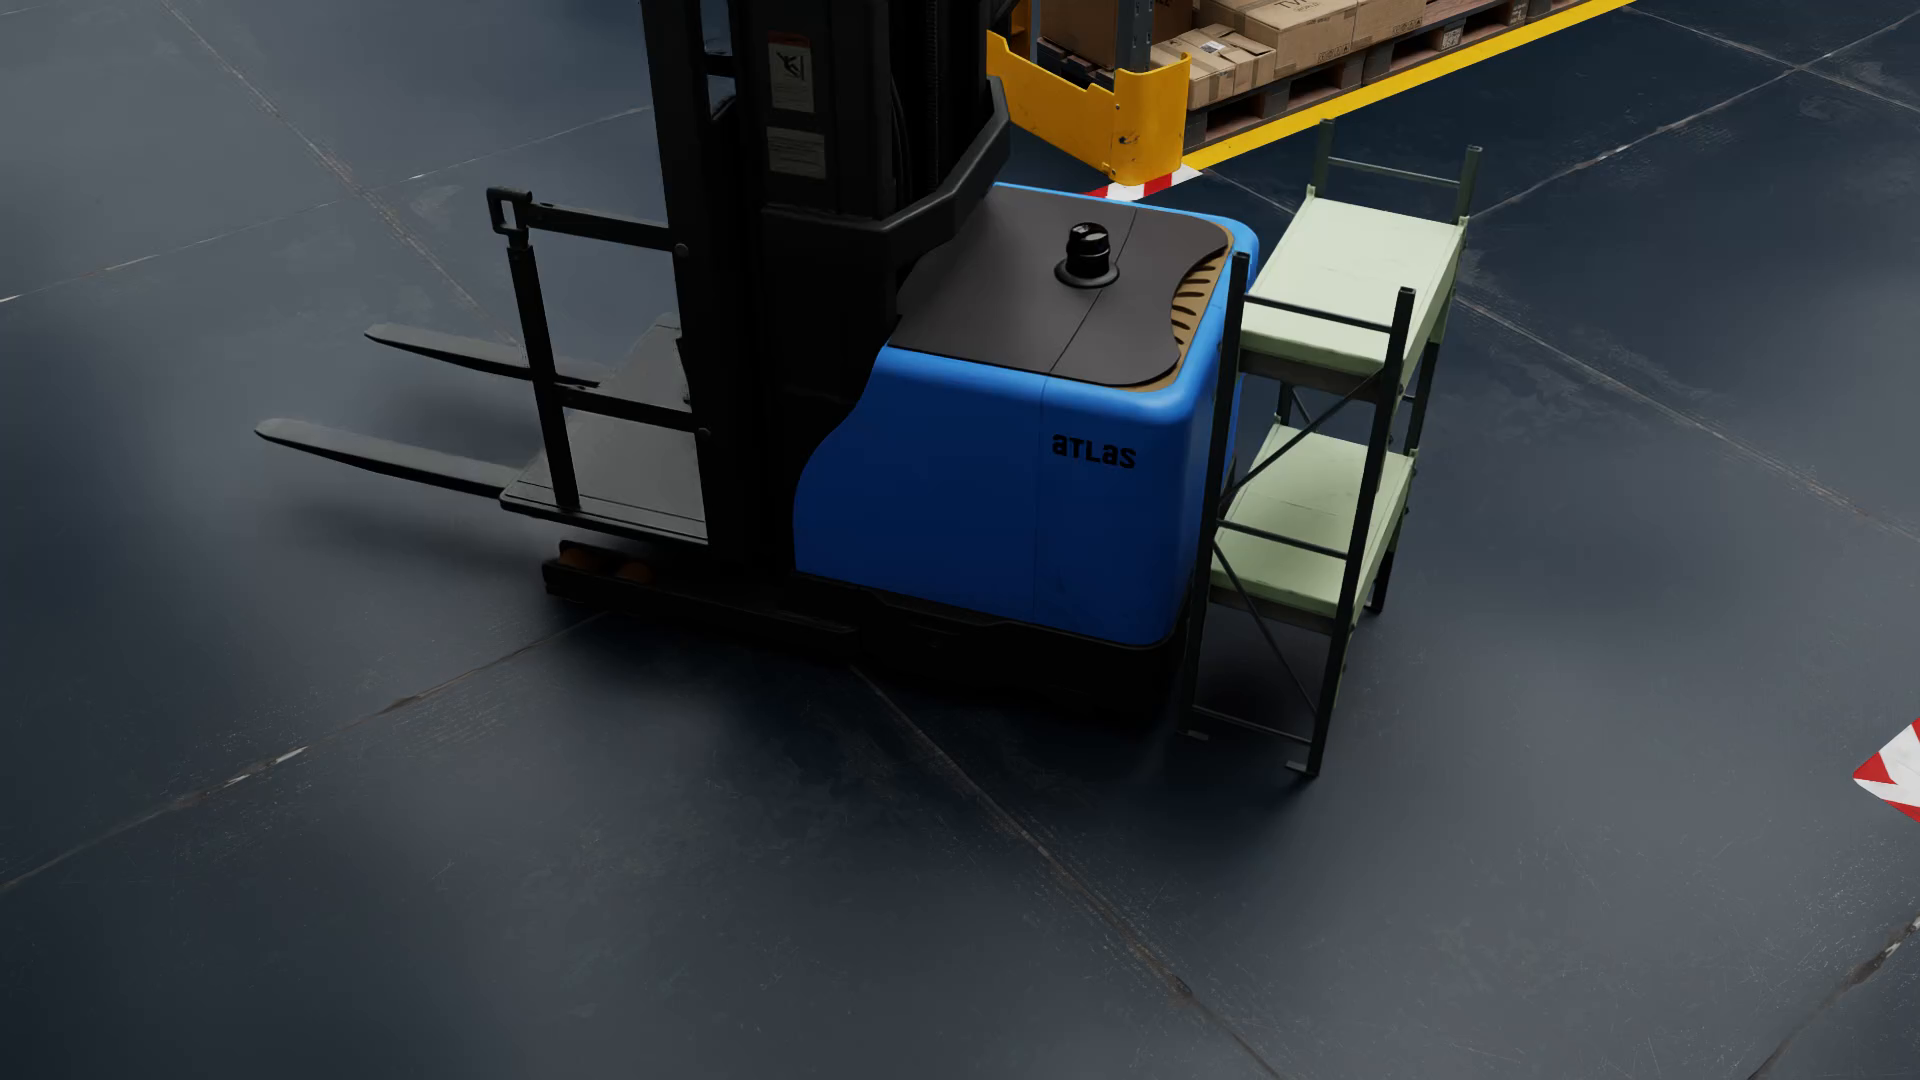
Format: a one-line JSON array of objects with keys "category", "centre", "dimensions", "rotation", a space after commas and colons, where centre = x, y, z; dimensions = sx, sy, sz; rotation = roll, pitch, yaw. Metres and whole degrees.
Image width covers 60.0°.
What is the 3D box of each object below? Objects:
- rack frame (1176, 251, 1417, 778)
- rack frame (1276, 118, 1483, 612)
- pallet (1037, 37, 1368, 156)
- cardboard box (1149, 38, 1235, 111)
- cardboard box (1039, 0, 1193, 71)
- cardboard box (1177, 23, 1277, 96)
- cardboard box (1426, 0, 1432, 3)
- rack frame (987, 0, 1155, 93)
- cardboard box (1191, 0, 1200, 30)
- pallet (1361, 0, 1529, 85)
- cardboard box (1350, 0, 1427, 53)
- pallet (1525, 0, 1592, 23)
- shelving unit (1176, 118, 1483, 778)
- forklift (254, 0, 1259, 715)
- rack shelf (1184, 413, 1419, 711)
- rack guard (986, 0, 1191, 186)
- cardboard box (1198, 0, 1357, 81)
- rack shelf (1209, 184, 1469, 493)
[{"category": "rack frame", "centre": [0.784, 0.001, 4.066], "dimensions": [0.400, 1.500, 0.023], "rotation": [16, 42, 19]}, {"category": "rack frame", "centre": [1.086, -0.422, 4.582], "dimensions": [0.400, 1.500, 0.023], "rotation": [16, 42, 19]}, {"category": "pallet", "centre": [1.128, -2.241, 7.816], "dimensions": [1.213, 0.211, 1.003], "rotation": [-26, 46, -28]}, {"category": "cardboard box", "centre": [0.977, -2.039, 7.271], "dimensions": [0.250, 0.149, 0.380], "rotation": [-26, 46, -28]}, {"category": "cardboard box", "centre": [0.717, -2.519, 7.580], "dimensions": [0.500, 0.500, 0.500], "rotation": [-26, 46, -28]}, {"category": "cardboard box", "centre": [1.176, -2.142, 7.383], "dimensions": [0.250, 0.166, 0.380], "rotation": [-26, 46, -28]}, {"category": "cardboard box", "centre": [2.121, -3.004, 8.168], "dimensions": [0.637, 0.503, 0.797], "rotation": [-26, 46, -28]}, {"category": "rack frame", "centre": [0.436, -2.982, 6.520], "dimensions": [0.127, 3.000, 1.000], "rotation": [-26, 46, -28]}, {"category": "cardboard box", "centre": [1.093, -2.502, 7.822], "dimensions": [0.250, 0.166, 0.380], "rotation": [-26, 46, -28]}, {"category": "pallet", "centre": [2.094, -2.710, 8.388], "dimensions": [1.213, 0.211, 1.003], "rotation": [-26, 46, -28]}, {"category": "cardboard box", "centre": [1.833, -2.543, 7.806], "dimensions": [0.500, 0.250, 0.500], "rotation": [-26, 46, -28]}, {"category": "pallet", "centre": [3.062, -3.185, 8.966], "dimensions": [1.213, 0.211, 1.003], "rotation": [-26, 46, -28]}, {"category": "shelving unit", "centre": [0.935, -0.211, 4.324], "dimensions": [0.431, 1.500, 0.755], "rotation": [16, 42, 19]}, {"category": "forklift", "centre": [-0.725, -1.206, 4.409], "dimensions": [3.031, 2.935, 1.130], "rotation": [12, 41, 14]}, {"category": "rack shelf", "centre": [0.935, 0.041, 4.531], "dimensions": [0.431, 0.370, 0.720], "rotation": [16, 42, 19]}, {"category": "rack guard", "centre": [0.496, -2.045, 7.348], "dimensions": [0.348, 0.500, 1.175], "rotation": [-26, 46, -28]}, {"category": "cardboard box", "centre": [1.436, -2.349, 7.570], "dimensions": [0.500, 0.250, 0.500], "rotation": [-26, 46, -28]}, {"category": "rack shelf", "centre": [0.935, -0.512, 4.076], "dimensions": [0.431, 0.370, 0.720], "rotation": [16, 42, 19]}]
